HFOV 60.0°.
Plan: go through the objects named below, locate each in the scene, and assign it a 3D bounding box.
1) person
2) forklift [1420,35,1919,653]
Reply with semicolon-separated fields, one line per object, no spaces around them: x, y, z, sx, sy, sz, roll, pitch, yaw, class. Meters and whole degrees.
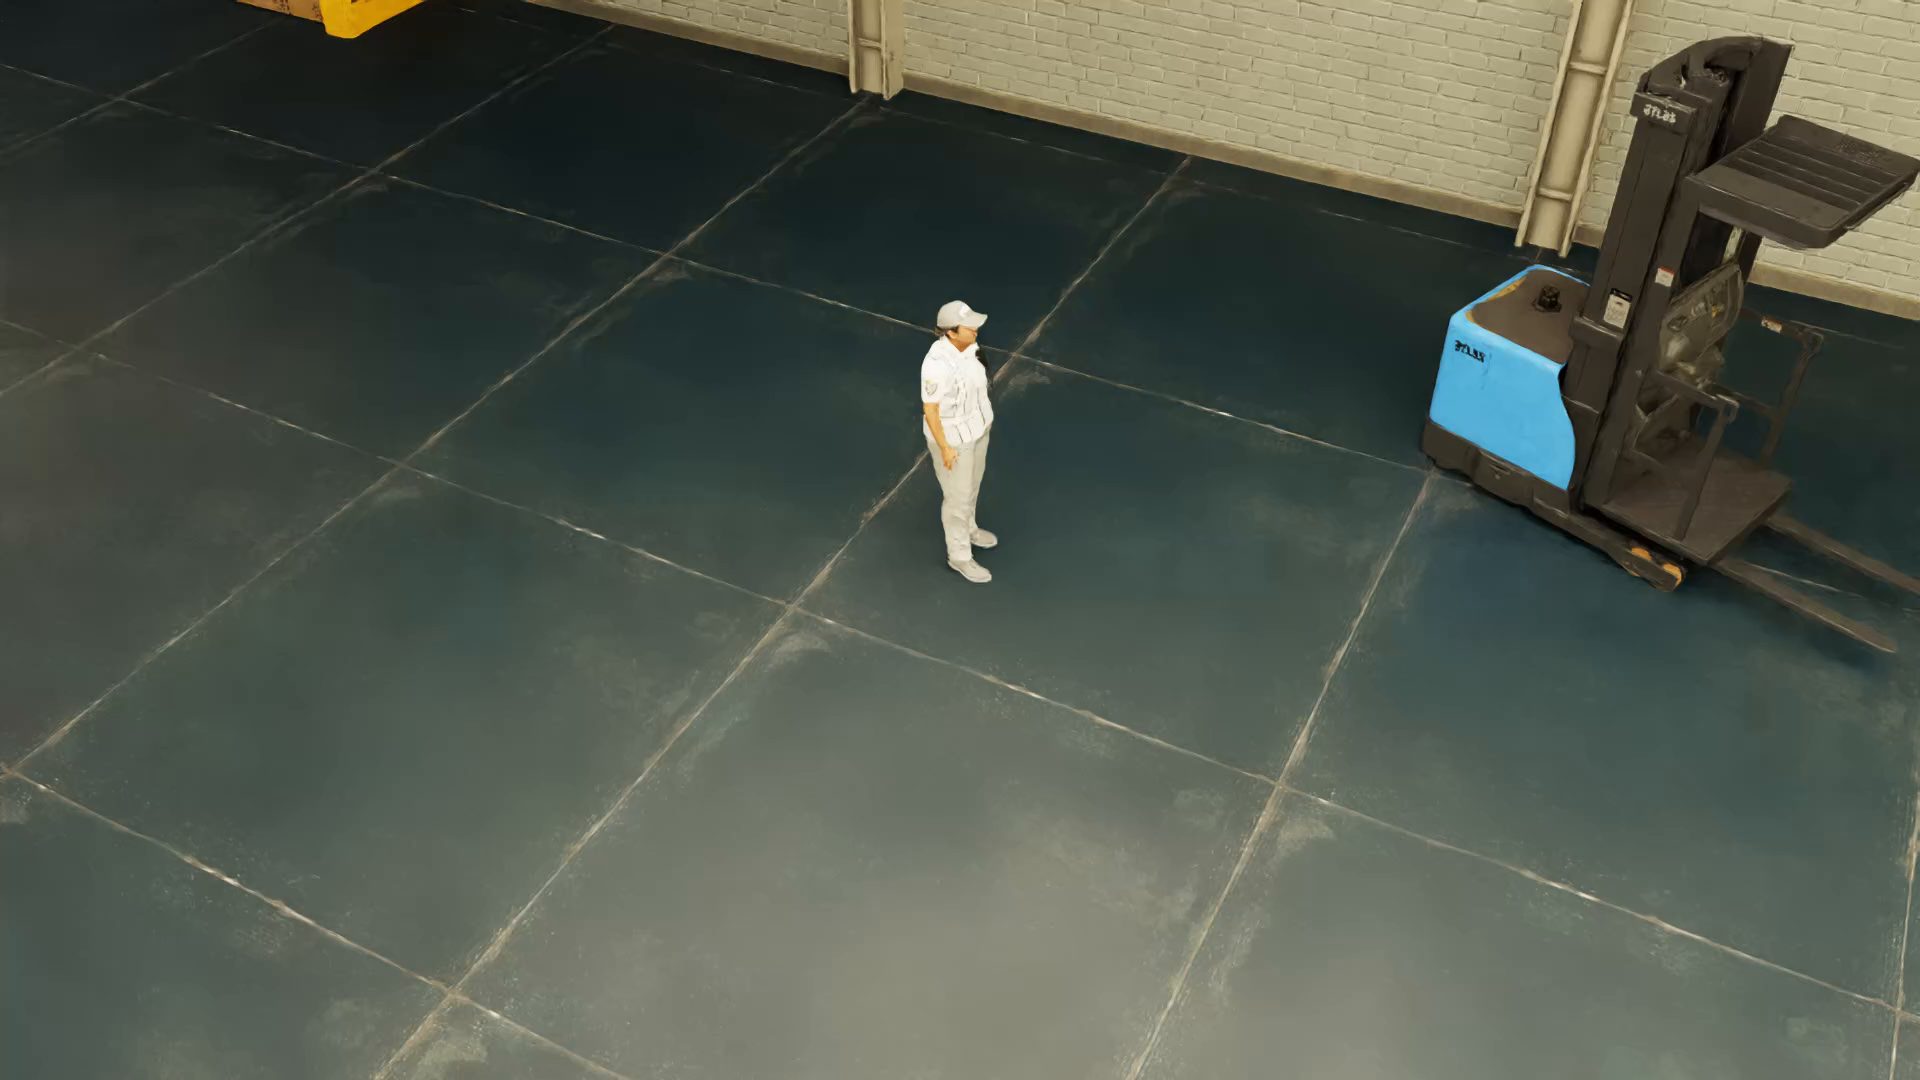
0.055;-0.604;9.674;0.529;1.669;0.587;18;43;21;person
4.375;-1.191;9.401;1.130;2.935;3.031;-31;49;-31;forklift
